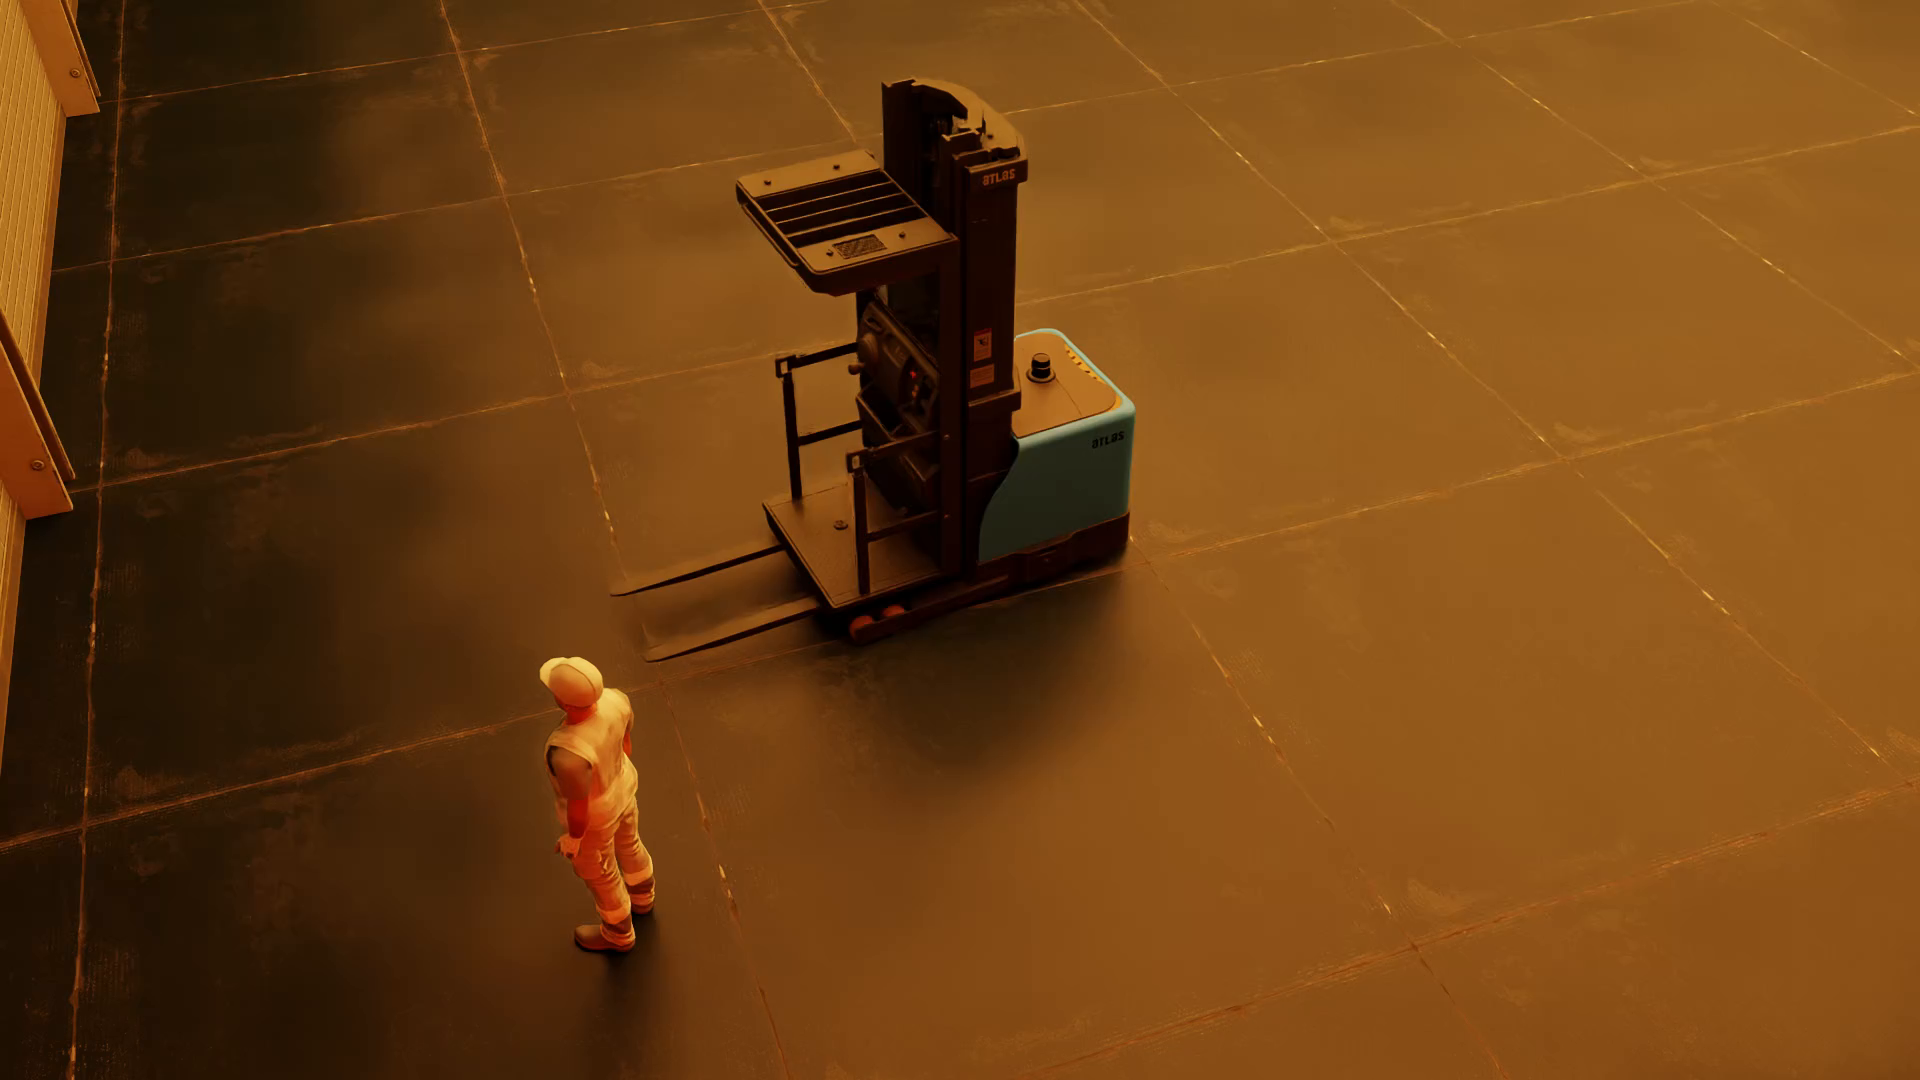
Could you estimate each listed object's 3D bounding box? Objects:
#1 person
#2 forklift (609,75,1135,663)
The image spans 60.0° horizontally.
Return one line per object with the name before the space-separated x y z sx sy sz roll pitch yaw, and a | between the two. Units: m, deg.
person | -1.649 1.182 7.477 0.374 1.794 0.535 13 42 15
forklift | -0.526 -0.914 9.084 3.031 2.935 1.130 -18 43 -20
